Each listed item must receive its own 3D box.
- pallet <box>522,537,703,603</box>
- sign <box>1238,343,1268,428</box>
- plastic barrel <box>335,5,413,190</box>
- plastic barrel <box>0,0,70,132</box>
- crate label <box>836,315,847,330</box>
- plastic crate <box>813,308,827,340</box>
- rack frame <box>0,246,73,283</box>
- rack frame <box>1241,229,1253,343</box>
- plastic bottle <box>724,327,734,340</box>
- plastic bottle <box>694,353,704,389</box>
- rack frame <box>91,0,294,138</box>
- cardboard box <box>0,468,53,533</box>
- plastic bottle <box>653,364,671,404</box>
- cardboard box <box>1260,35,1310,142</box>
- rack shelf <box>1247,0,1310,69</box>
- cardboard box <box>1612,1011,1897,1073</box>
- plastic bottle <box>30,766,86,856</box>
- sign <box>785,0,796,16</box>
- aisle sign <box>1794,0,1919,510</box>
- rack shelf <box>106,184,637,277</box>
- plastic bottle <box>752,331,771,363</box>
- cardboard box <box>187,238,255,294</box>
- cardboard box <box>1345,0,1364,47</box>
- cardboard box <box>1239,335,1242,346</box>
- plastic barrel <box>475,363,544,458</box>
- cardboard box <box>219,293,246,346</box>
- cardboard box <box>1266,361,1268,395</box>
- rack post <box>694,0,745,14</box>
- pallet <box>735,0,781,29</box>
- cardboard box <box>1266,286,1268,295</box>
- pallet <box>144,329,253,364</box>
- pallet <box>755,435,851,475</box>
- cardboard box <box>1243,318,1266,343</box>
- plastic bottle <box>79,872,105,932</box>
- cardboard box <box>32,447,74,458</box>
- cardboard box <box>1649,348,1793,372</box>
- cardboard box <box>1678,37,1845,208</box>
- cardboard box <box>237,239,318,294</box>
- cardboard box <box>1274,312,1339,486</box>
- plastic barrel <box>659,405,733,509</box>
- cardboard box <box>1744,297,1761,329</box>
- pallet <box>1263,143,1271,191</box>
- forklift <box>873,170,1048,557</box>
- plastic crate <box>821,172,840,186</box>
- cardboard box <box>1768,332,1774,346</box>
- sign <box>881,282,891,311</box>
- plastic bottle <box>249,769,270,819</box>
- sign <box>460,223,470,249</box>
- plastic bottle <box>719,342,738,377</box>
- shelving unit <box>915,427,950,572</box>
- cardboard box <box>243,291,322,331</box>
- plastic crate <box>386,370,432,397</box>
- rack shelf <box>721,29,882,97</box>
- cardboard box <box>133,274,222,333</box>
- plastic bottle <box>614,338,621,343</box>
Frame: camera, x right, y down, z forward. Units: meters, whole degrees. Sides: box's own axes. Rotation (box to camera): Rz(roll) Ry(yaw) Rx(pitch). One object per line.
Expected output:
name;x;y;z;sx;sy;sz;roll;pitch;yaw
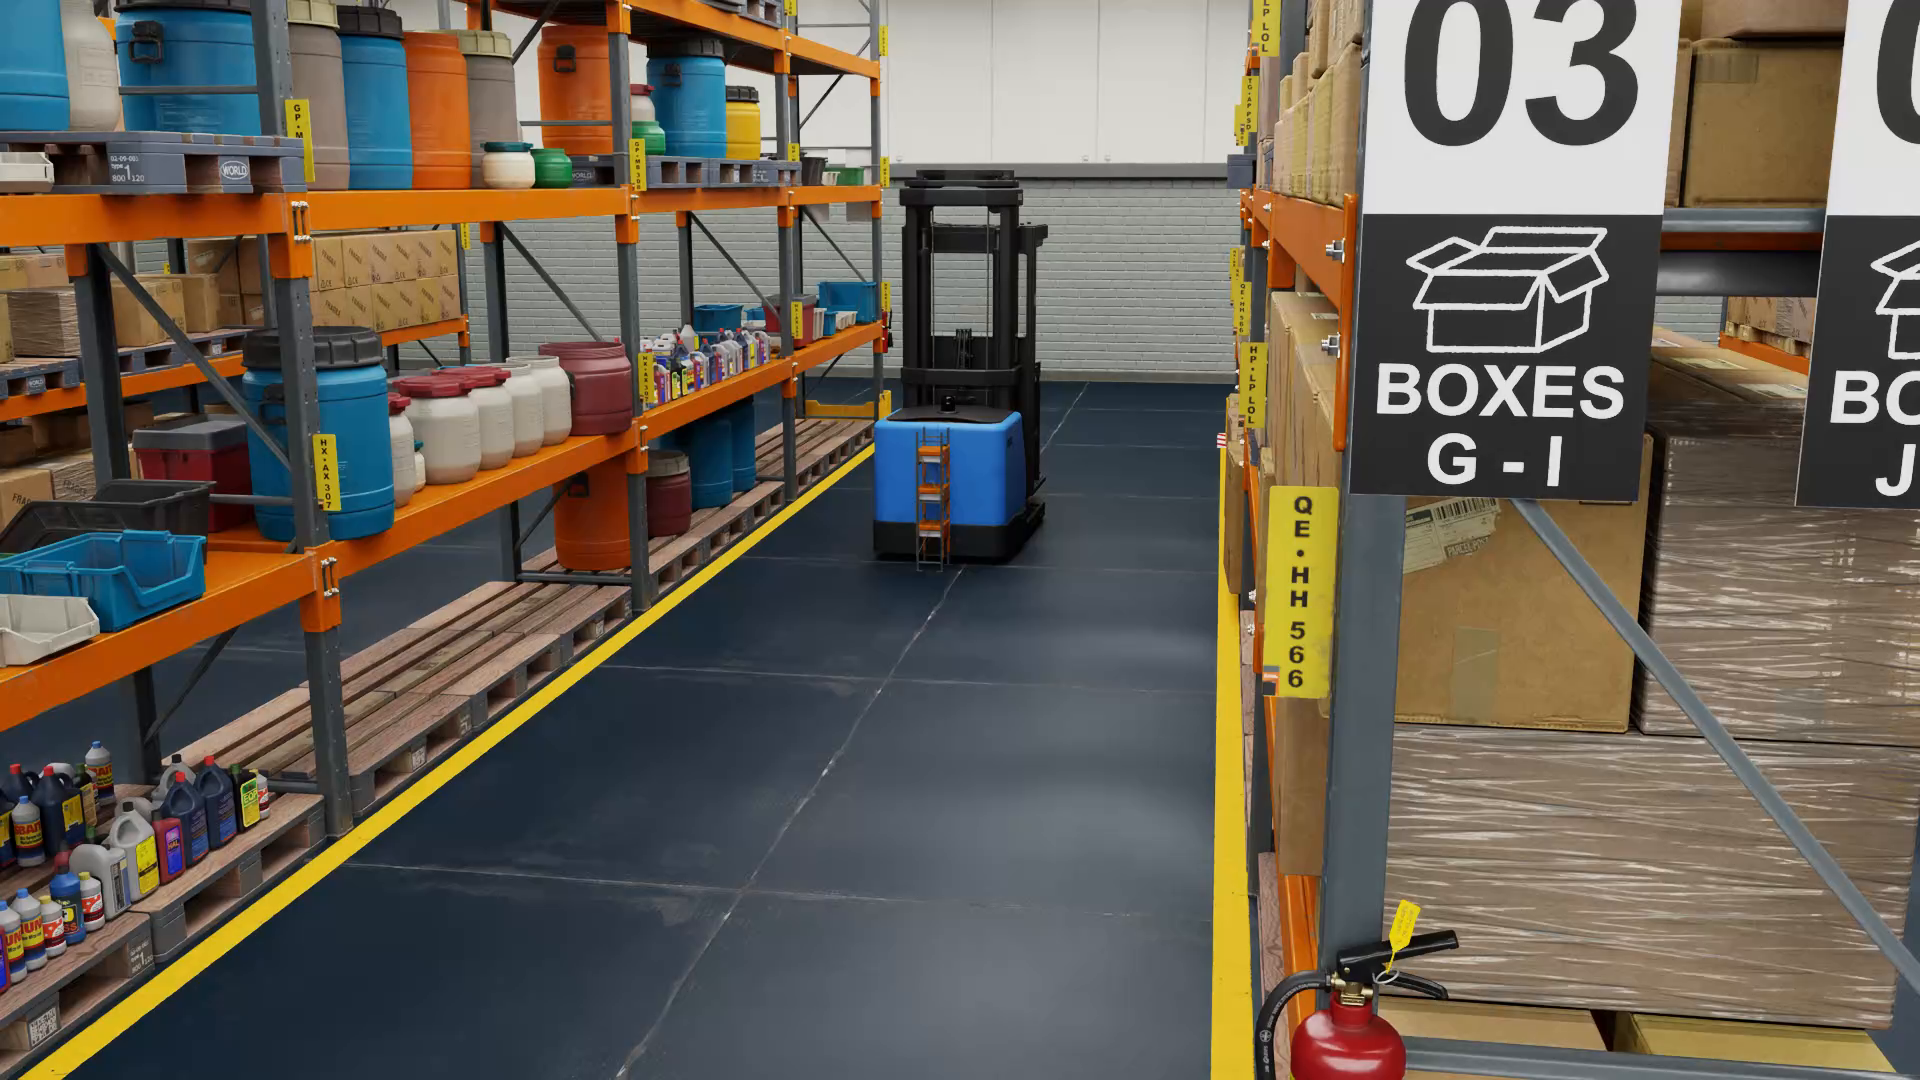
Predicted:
pallet;-2.527;0.195;12.088;1.003;0.211;1.213;2;12;9
sign;1.122;-0.593;6.376;0.100;0.325;0.005;2;12;9
plastic barrel;-3.158;-2.267;8.581;0.600;0.901;0.708;2;12;9
plastic barrel;-3.481;-1.883;5.804;0.600;0.901;0.708;2;12;9
crate label;-1.401;-2.274;17.410;0.396;0.136;0.243;2;12;9
plastic crate;-1.575;-2.119;16.343;0.437;0.282;0.530;2;12;9
rack frame;-11.166;-2.989;20.243;1.000;3.000;0.127;2;12;9
rack frame;2.902;-1.675;14.145;1.000;3.000;0.127;2;12;9
plastic bottle;-1.953;-1.614;13.980;0.144;0.351;0.185;2;12;9
plastic bottle;-1.999;-1.283;12.633;0.097;0.271;0.097;0;12;0
rack frame;-3.223;-3.103;6.530;1.000;3.000;0.127;2;12;9
cardboard box;-7.149;-0.243;12.388;0.500;0.500;0.500;2;12;11
plastic bottle;-2.150;-1.118;11.856;0.152;0.276;0.135;2;12;9
cardboard box;1.808;-2.302;8.511;0.500;0.500;0.500;2;12;7
rack shelf;2.594;-3.644;11.699;1.077;0.370;4.000;2;12;9
cardboard box;1.336;0.894;2.820;0.380;0.149;0.250;2;12;9
plastic bottle;-3.614;1.069;6.656;0.144;0.351;0.185;2;12;9
sign;-1.449;-4.648;14.195;0.100;0.325;0.005;2;12;9
aisle sign;1.343;-0.425;2.175;0.394;0.787;0.004;2;12;9
rack shelf;-2.915;-1.701;8.854;1.077;0.370;4.000;2;12;9
plastic bottle;-1.733;-1.682;14.474;0.152;0.276;0.135;2;12;9
cardboard box;-7.064;-2.648;16.050;0.500;0.500;0.500;2;12;9
cardboard box;0.791;-0.833;2.527;0.380;0.149;0.250;2;12;9
cardboard box;2.710;-1.847;14.596;0.500;0.250;0.500;2;12;8
plastic barrel;-2.619;-0.749;9.582;0.421;0.512;0.421;0;12;0
cardboard box;-7.063;-2.158;16.149;0.500;0.500;0.500;2;12;10
cardboard box;1.847;-0.629;8.051;0.797;0.503;0.637;3;13;14
rack post;-2.178;-4.098;12.336;0.937;0.300;0.954;3;13;15
pallet;-2.089;-4.307;13.516;1.003;0.211;1.213;2;12;9
cardboard box;2.518;-1.669;11.498;0.797;0.503;0.637;2;12;10
pallet;-7.117;-1.740;14.903;1.003;0.211;1.213;2;12;9
pallet;-1.732;-0.881;17.082;1.003;0.211;1.213;2;12;9
cardboard box;2.430;-1.427;12.759;0.500;0.500;0.500;2;12;7
plastic bottle;-3.136;1.293;5.974;0.097;0.201;0.097;0;12;0
cardboard box;-7.509;-0.467;13.430;0.500;0.500;0.500;1;12;7
cardboard box;1.569;-0.174;3.862;0.500;0.500;0.500;2;12;9
cardboard box;1.386;-0.662;2.680;0.500;0.250;0.500;2;12;10
cardboard box;-6.536;-2.623;15.935;0.500;0.500;0.500;2;12;10
cardboard box;1.198;-0.399;4.908;0.500;0.500;0.500;2;12;9
plastic barrel;-2.202;-0.755;13.860;0.600;0.901;0.708;2;12;9
cardboard box;8.003;-2.323;16.211;0.500;0.500;0.500;2;12;9
pallet;2.028;-1.725;7.704;1.213;0.211;1.003;2;12;9
forklift;0.121;-1.563;13.788;1.130;2.935;3.031;2;12;11
plastic crate;-1.450;-3.567;16.432;0.437;0.136;0.530;2;12;9
cardboard box;7.966;-1.924;15.895;0.380;0.149;0.250;2;12;8
sign;-0.831;-2.733;18.669;0.100;0.325;0.005;2;12;9
plastic bottle;-2.970;1.068;7.014;0.097;0.201;0.097;0;12;0
sign;-5.726;-3.528;19.244;0.100;0.325;0.005;2;12;9
plastic bottle;-1.888;-1.473;13.504;0.152;0.276;0.135;2;12;9
shelving unit;-0.202;-0.302;12.404;0.215;1.050;0.252;2;12;11
cardboard box;-6.538;-2.143;16.079;0.500;0.500;0.500;2;12;10
plastic crate;-3.158;-0.708;9.505;0.402;0.464;0.583;2;12;9
rack shelf;-1.685;-4.637;16.308;1.077;0.370;4.000;2;12;9
cardboard box;-7.180;-2.159;15.160;0.700;0.500;0.500;-2;12;-10
plastic bottle;-2.676;-1.413;13.045;0.144;0.351;0.185;2;12;9
